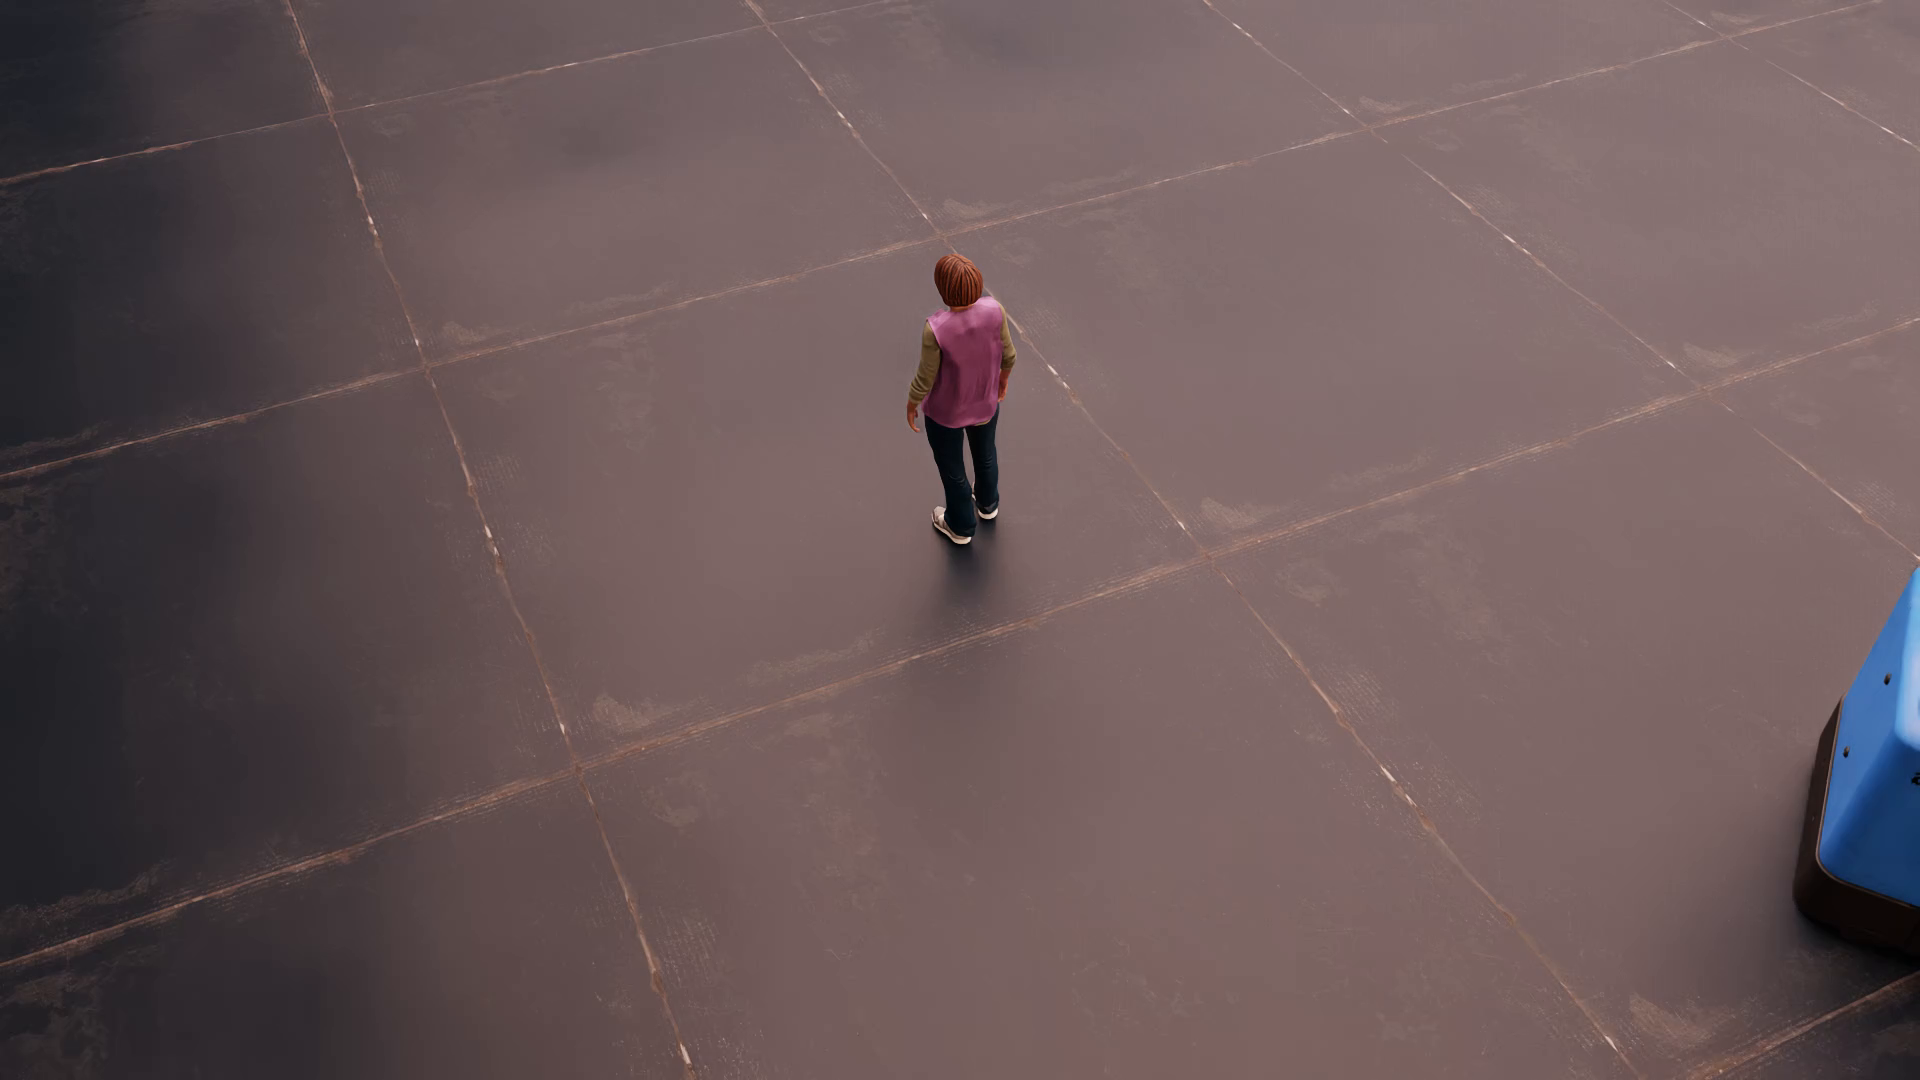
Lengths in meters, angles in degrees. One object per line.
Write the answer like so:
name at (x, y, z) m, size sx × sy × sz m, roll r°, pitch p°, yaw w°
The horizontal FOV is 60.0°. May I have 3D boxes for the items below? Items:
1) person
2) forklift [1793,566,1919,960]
person at (-0.018, -0.639, 7.331) m, size 0.520 × 1.597 × 0.476 m, roll -18°, pitch 46°, yaw -18°
forklift at (4.697, 0.523, 5.119) m, size 3.031 × 2.935 × 1.130 m, roll 19°, pitch 46°, yaw 19°
